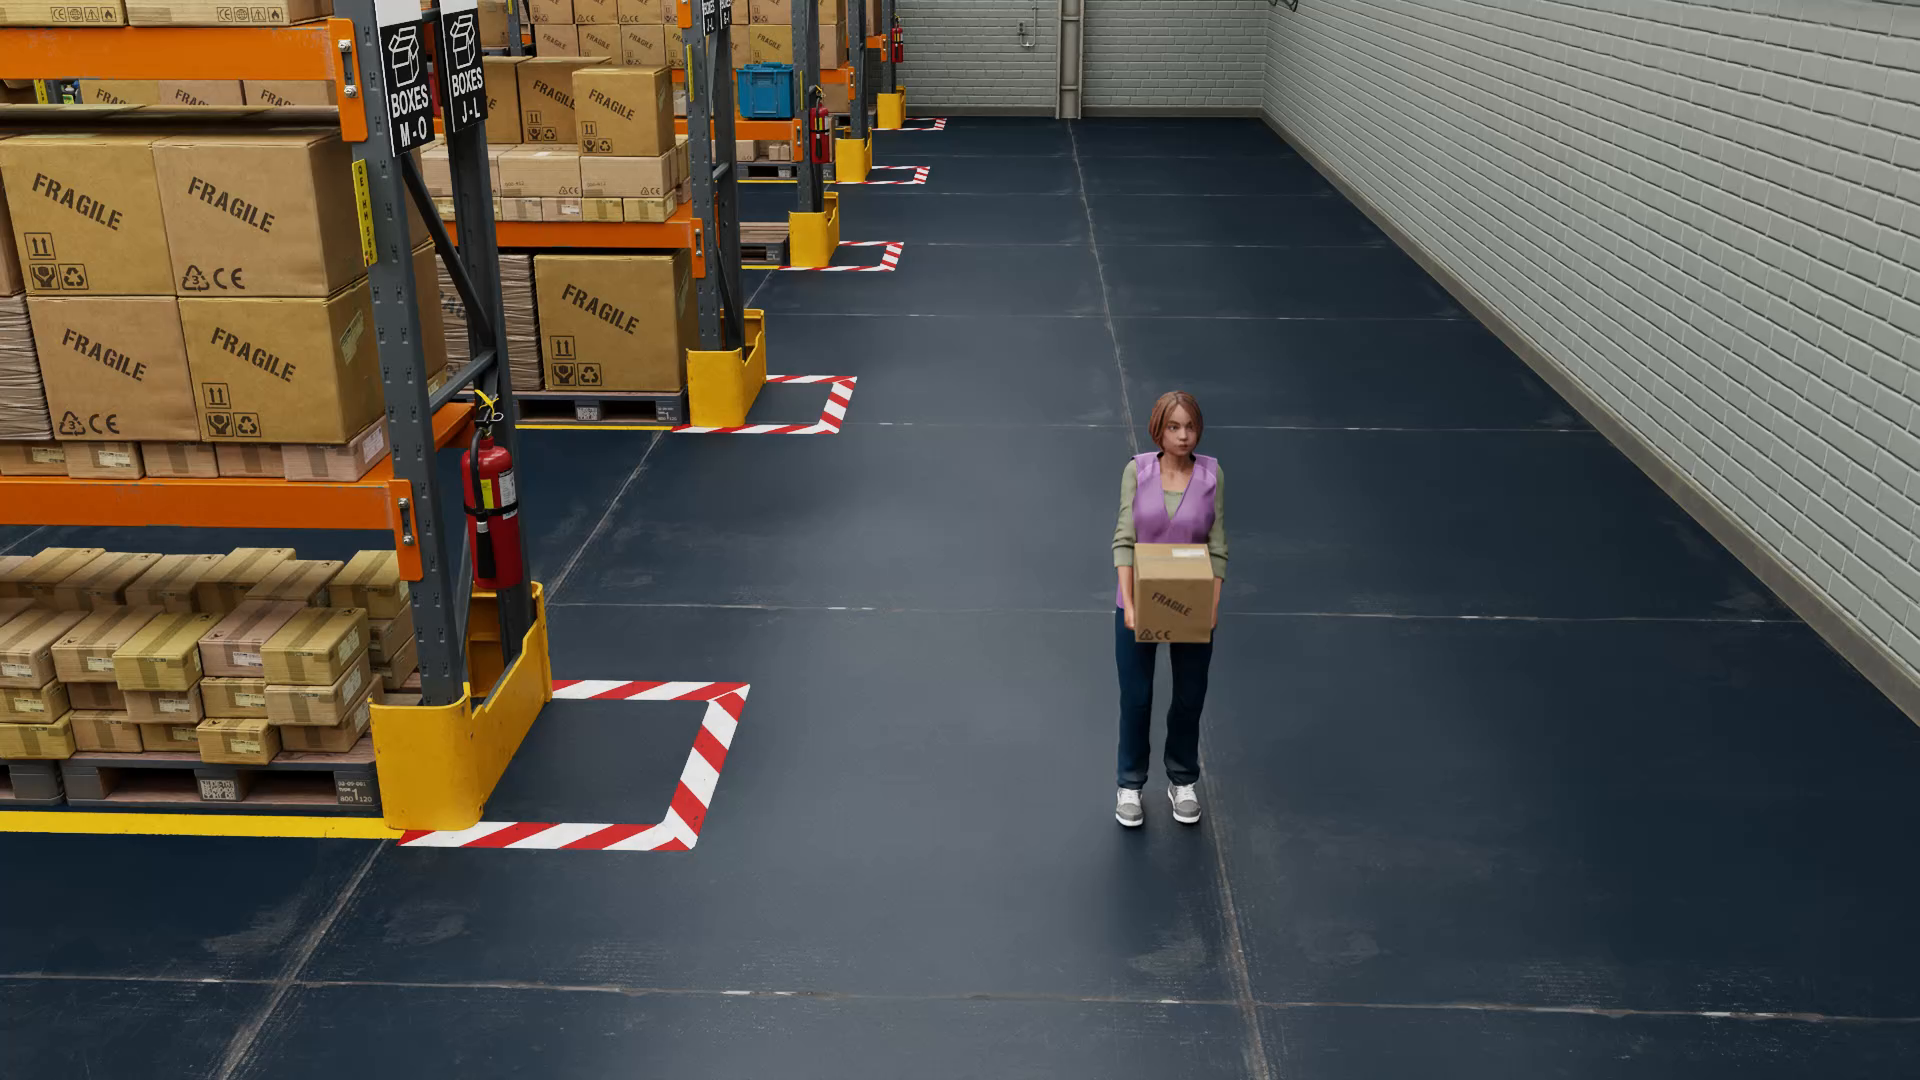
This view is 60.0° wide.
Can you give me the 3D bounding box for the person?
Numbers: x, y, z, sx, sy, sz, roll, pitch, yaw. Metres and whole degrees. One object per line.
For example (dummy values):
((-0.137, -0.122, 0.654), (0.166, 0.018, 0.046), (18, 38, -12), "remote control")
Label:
((0.734, 0.279, 5.881), (0.406, 1.588, 0.500), (1, 21, 2), "person")
